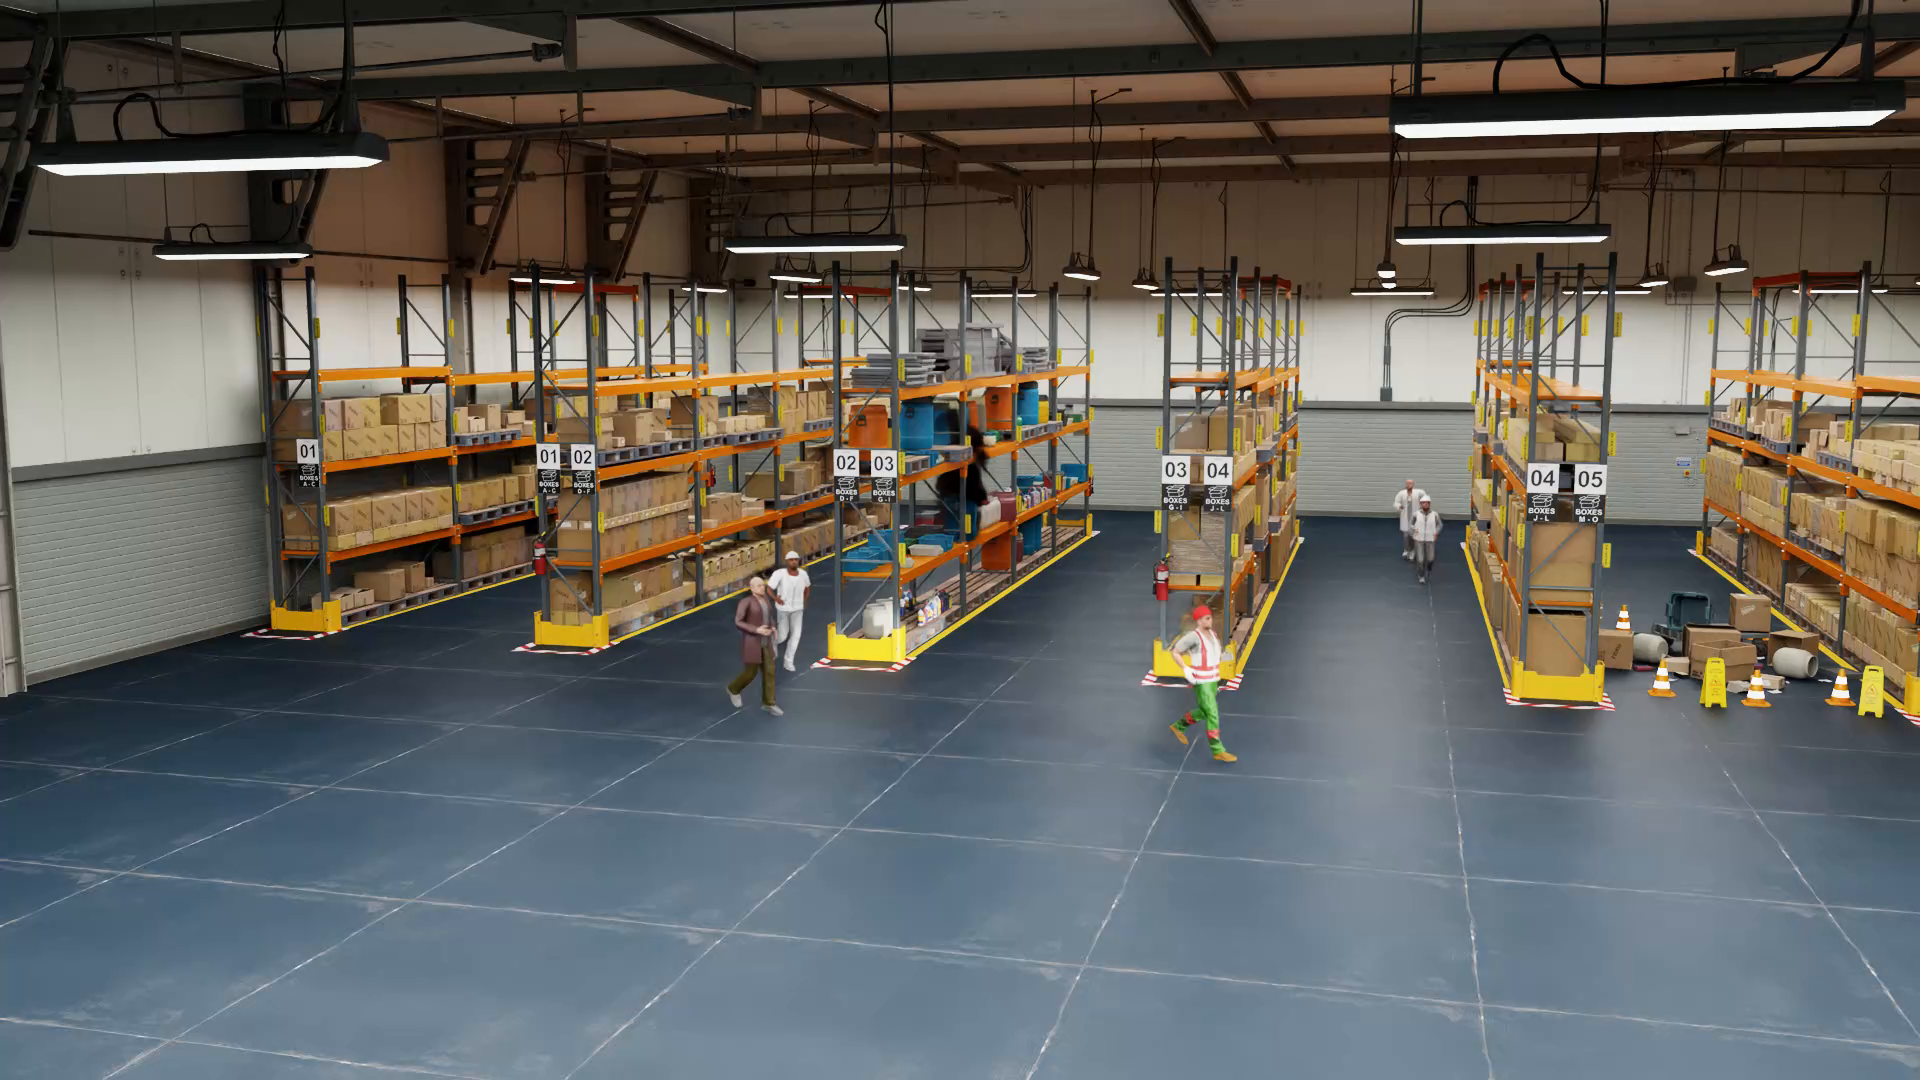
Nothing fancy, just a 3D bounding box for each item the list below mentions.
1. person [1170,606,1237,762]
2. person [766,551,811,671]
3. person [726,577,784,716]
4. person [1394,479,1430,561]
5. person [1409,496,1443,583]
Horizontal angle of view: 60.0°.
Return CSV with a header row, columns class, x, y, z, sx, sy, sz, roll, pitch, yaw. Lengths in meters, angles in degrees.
class,x,y,z,sx,sy,sz,roll,pitch,yaw
person,2.840,1.645,19.405,0.997,1.766,0.663,6,10,41
person,-2.527,1.026,24.691,0.714,1.748,0.784,-3,8,-22
person,-2.658,1.371,21.736,0.880,1.799,0.734,6,9,39
person,9.782,-0.448,36.054,0.728,1.774,0.938,4,8,27
person,9.131,0.001,32.634,0.649,1.726,0.578,2,7,14
